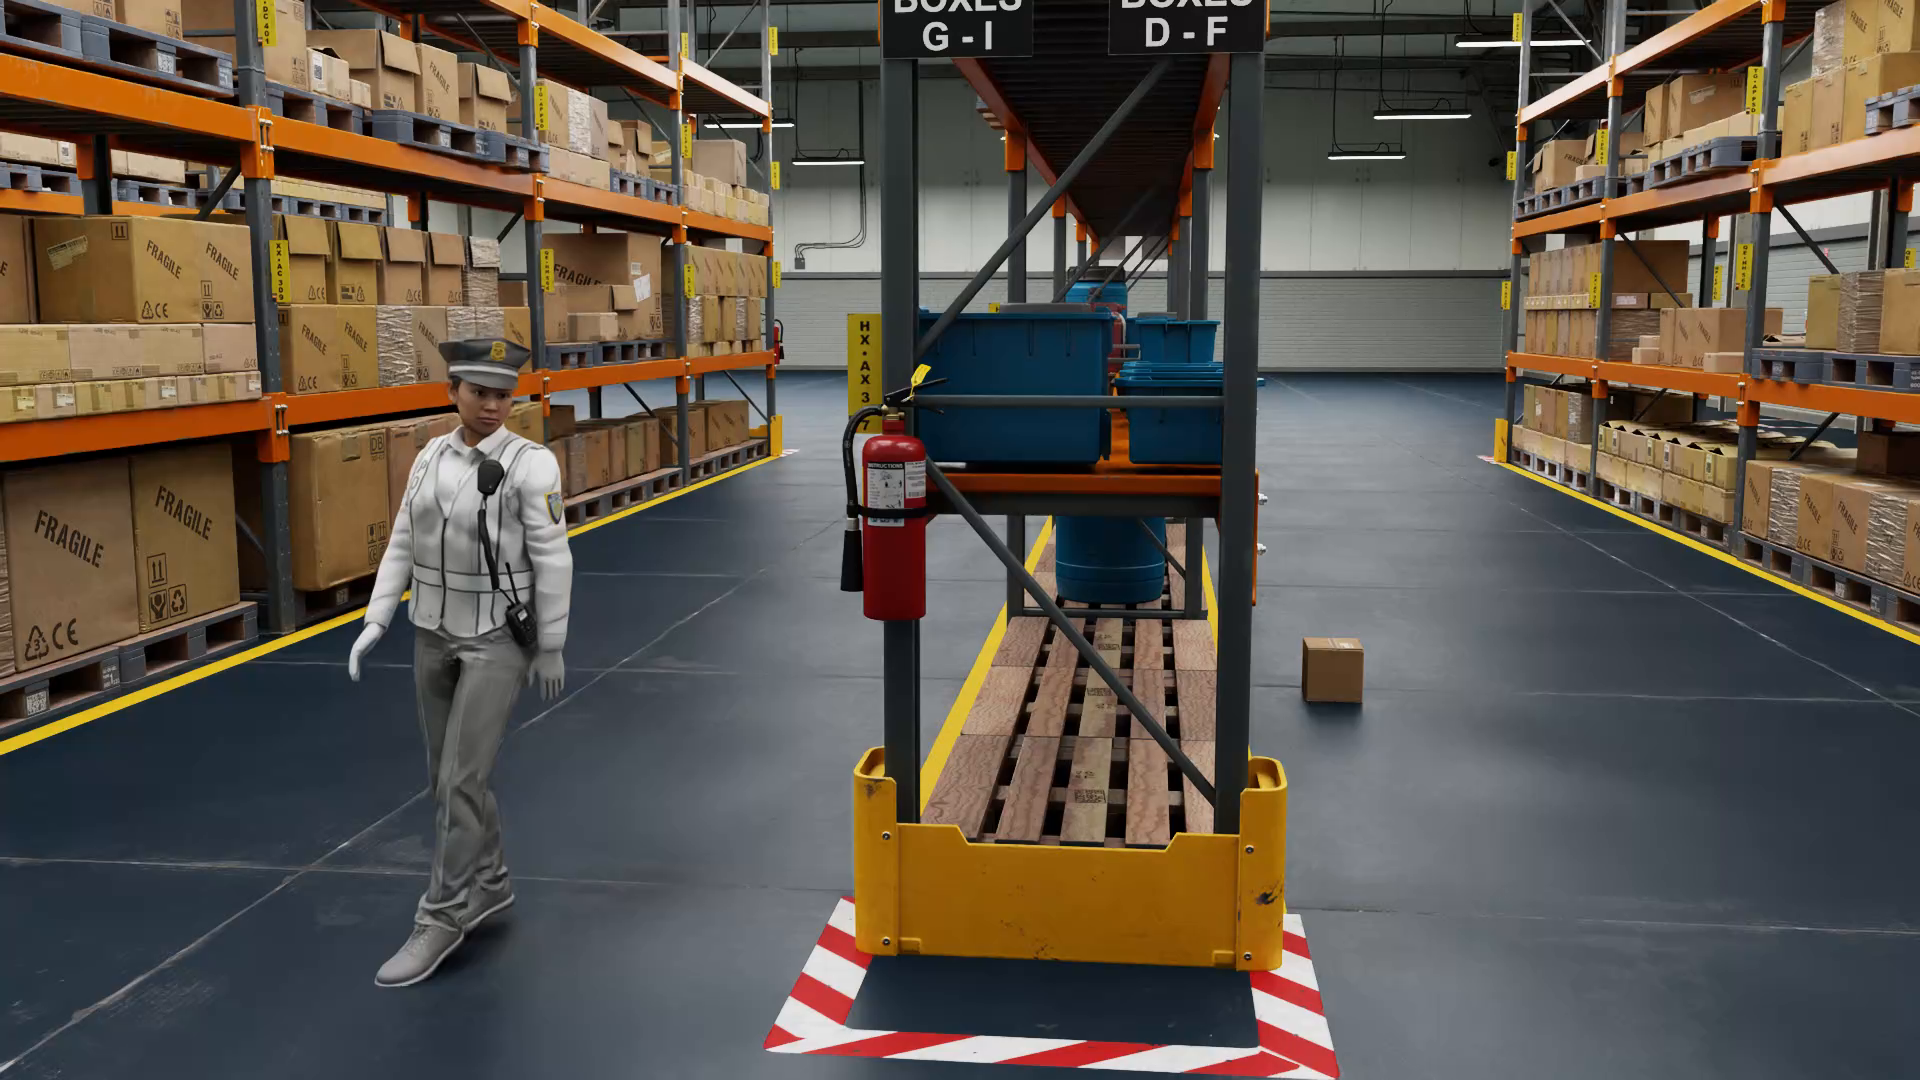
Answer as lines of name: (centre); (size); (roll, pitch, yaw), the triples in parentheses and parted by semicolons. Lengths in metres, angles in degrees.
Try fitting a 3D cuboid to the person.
person: (-1.350, 0.310, 4.453); (0.512, 1.694, 0.558); (4, 9, 25)
